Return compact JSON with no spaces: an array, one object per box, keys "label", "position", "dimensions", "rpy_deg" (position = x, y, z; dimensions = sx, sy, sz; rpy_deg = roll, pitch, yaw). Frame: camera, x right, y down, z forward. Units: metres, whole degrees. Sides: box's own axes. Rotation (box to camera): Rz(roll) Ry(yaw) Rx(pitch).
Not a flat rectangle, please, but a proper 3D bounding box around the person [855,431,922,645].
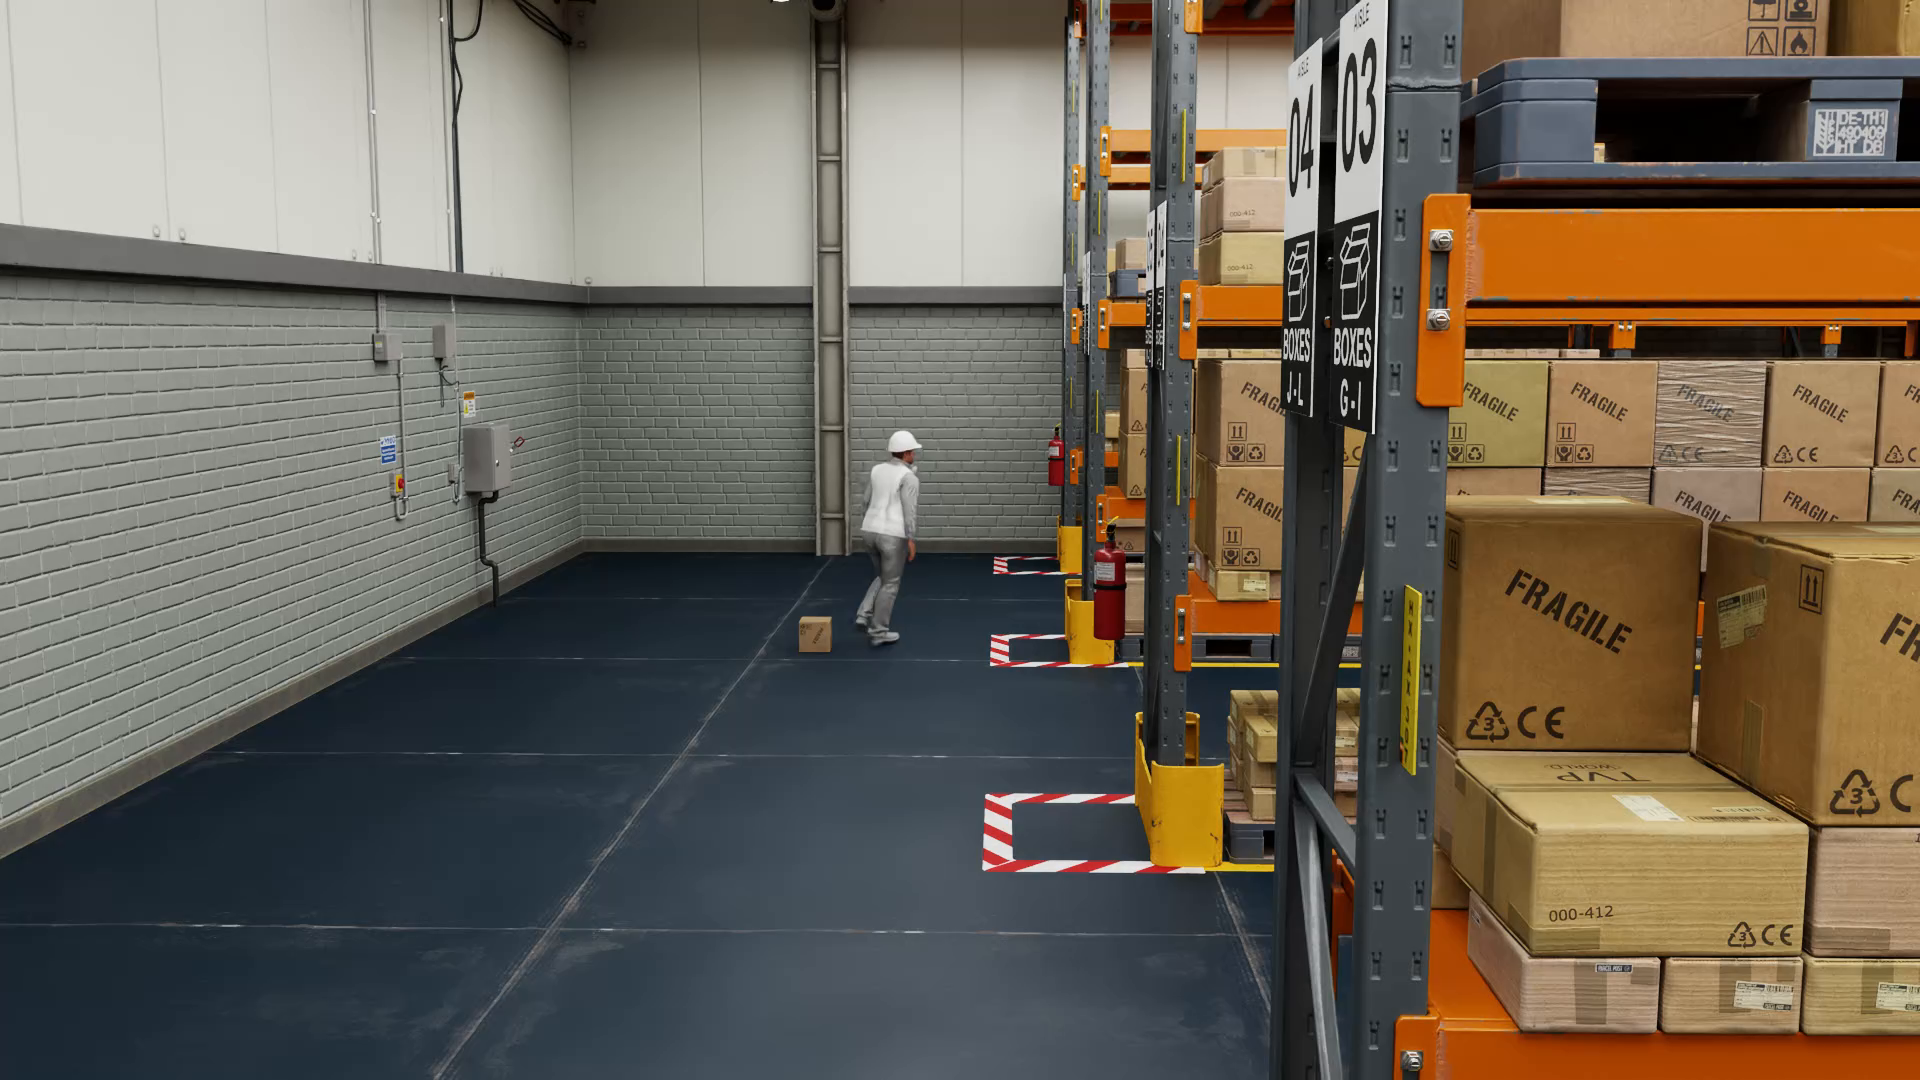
[{"label":"person","position":[-0.577,-0.027,13.832],"dimensions":[0.606,1.755,0.519],"rpy_deg":[7,10,43]}]
